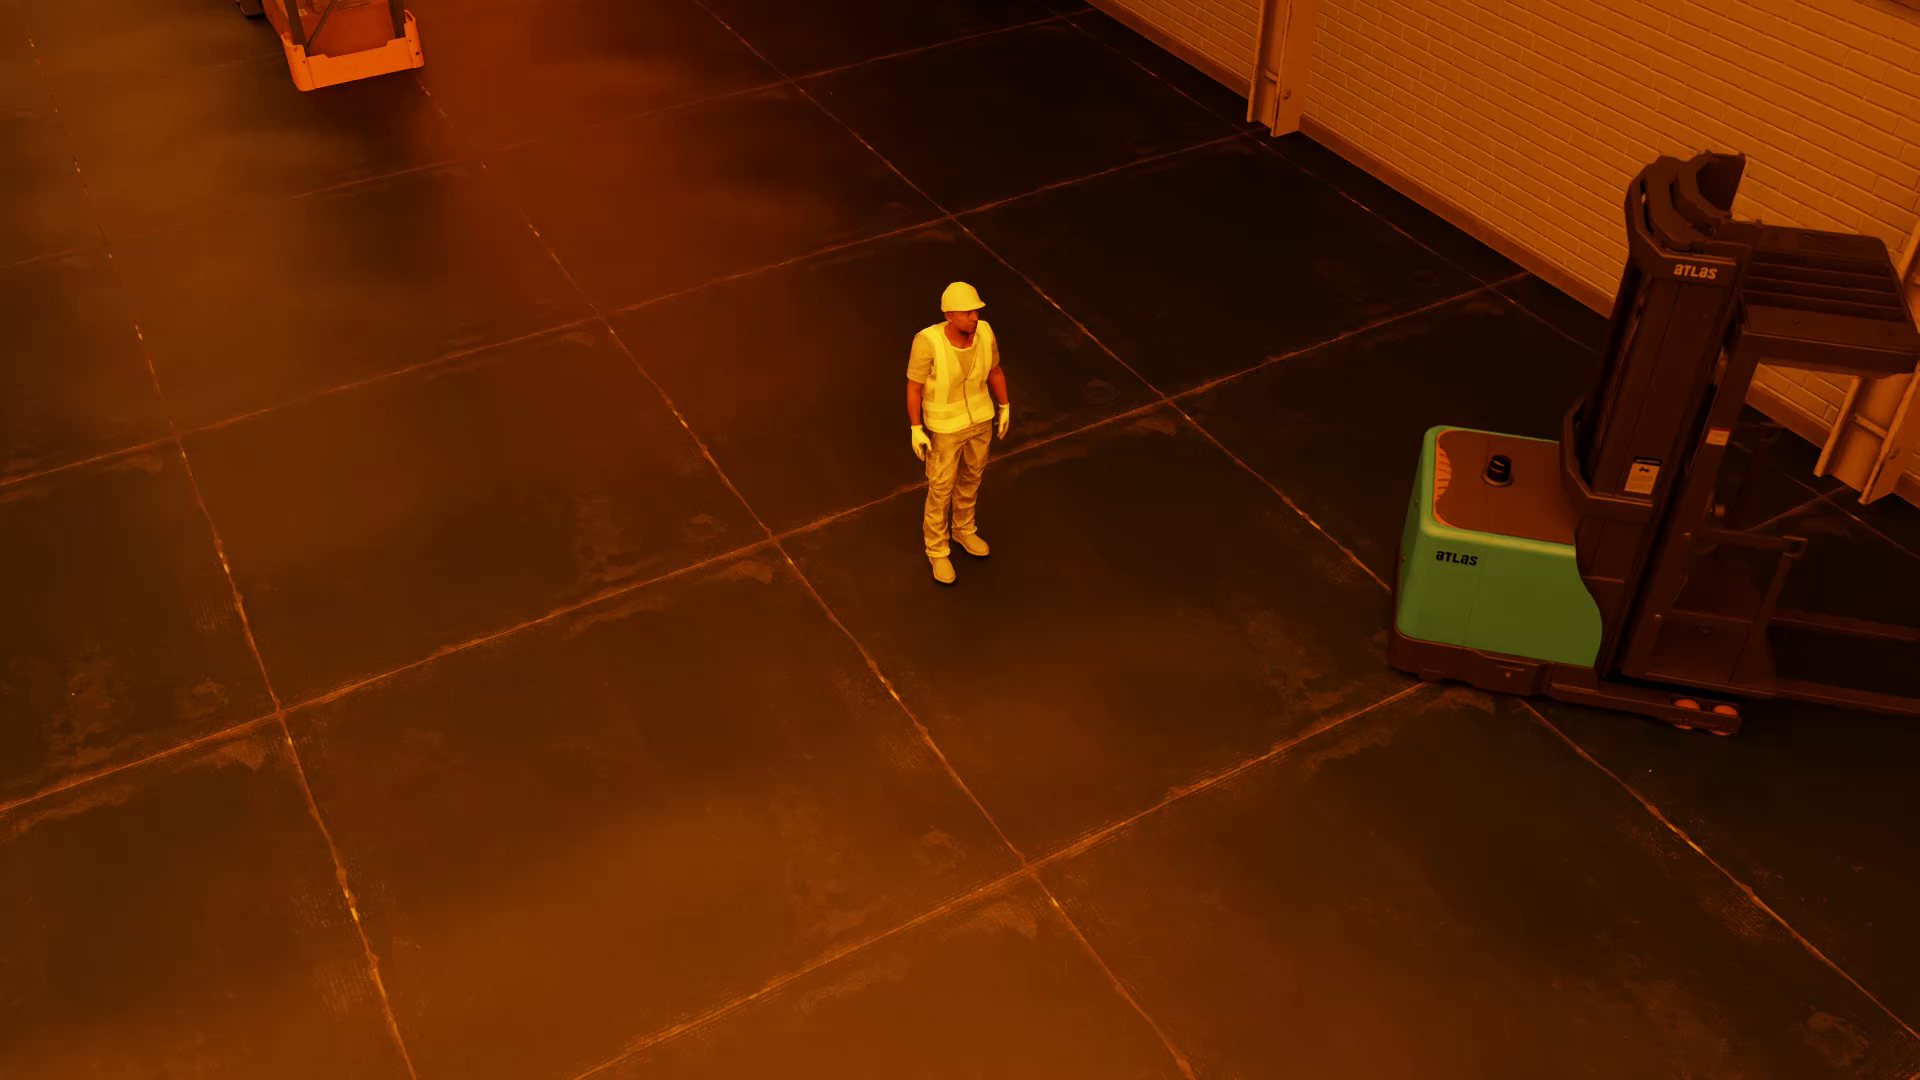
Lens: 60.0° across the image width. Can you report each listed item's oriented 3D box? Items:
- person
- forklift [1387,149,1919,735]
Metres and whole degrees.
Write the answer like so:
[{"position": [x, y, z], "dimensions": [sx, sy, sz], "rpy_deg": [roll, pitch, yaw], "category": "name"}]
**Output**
[{"position": [0.029, -0.649, 9.707], "dimensions": [0.657, 1.785, 0.575], "rpy_deg": [-20, 44, -23], "category": "person"}, {"position": [3.993, -0.442, 8.569], "dimensions": [3.031, 2.935, 1.130], "rpy_deg": [9, 41, 11], "category": "forklift"}]
